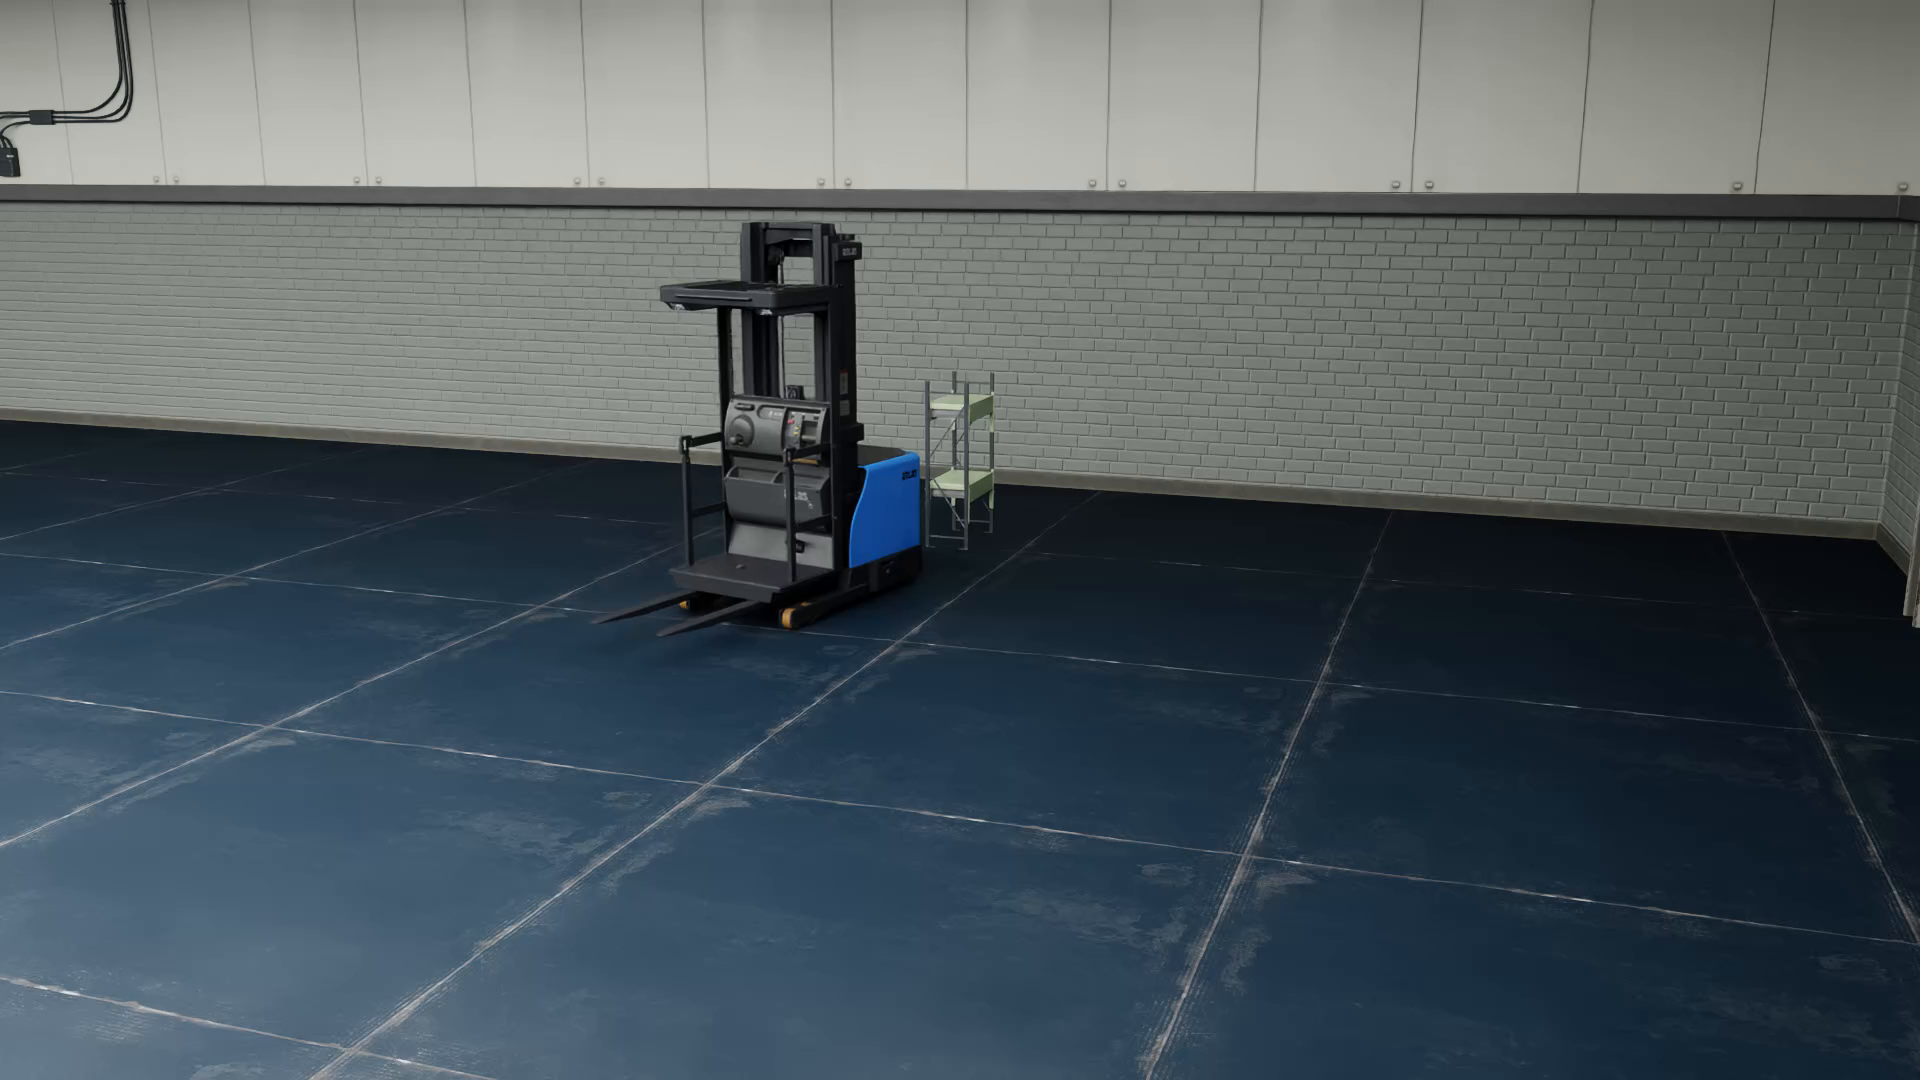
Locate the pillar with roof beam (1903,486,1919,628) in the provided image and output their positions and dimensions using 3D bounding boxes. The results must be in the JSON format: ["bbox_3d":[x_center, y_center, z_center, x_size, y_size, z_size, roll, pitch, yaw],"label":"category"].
[{"bbox_3d":[3.250,-4.079,12.897,9.100,9.000,0.400,4,14,18],"label":"pillar with roof beam"}]

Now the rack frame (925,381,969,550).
[{"bbox_3d":[-0.116,-0.656,14.752,0.400,1.500,0.023,4,14,18],"label":"rack frame"}]

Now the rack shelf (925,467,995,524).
[{"bbox_3d":[0.002,-0.415,15.162,0.431,0.370,0.720,4,14,18],"label":"rack shelf"}]

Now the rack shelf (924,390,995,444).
[{"bbox_3d":[0.002,-1.113,15.002,0.431,0.370,0.720,4,14,18],"label":"rack shelf"}]

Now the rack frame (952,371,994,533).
[{"bbox_3d":[0.121,-0.810,15.427,0.400,1.500,0.023,4,14,18],"label":"rack frame"}]

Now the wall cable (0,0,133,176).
[{"bbox_3d":[-11.300,-7.533,20.388,2.305,6.003,0.169,4,14,18],"label":"wall cable"}]

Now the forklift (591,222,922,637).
[{"bbox_3d":[-1.521,-0.880,12.520,1.130,2.935,3.031,8,15,31],"label":"forklift"}]

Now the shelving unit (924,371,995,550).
[{"bbox_3d":[0.002,-0.733,15.089,0.431,1.500,0.755,4,14,18],"label":"shelving unit"}]
